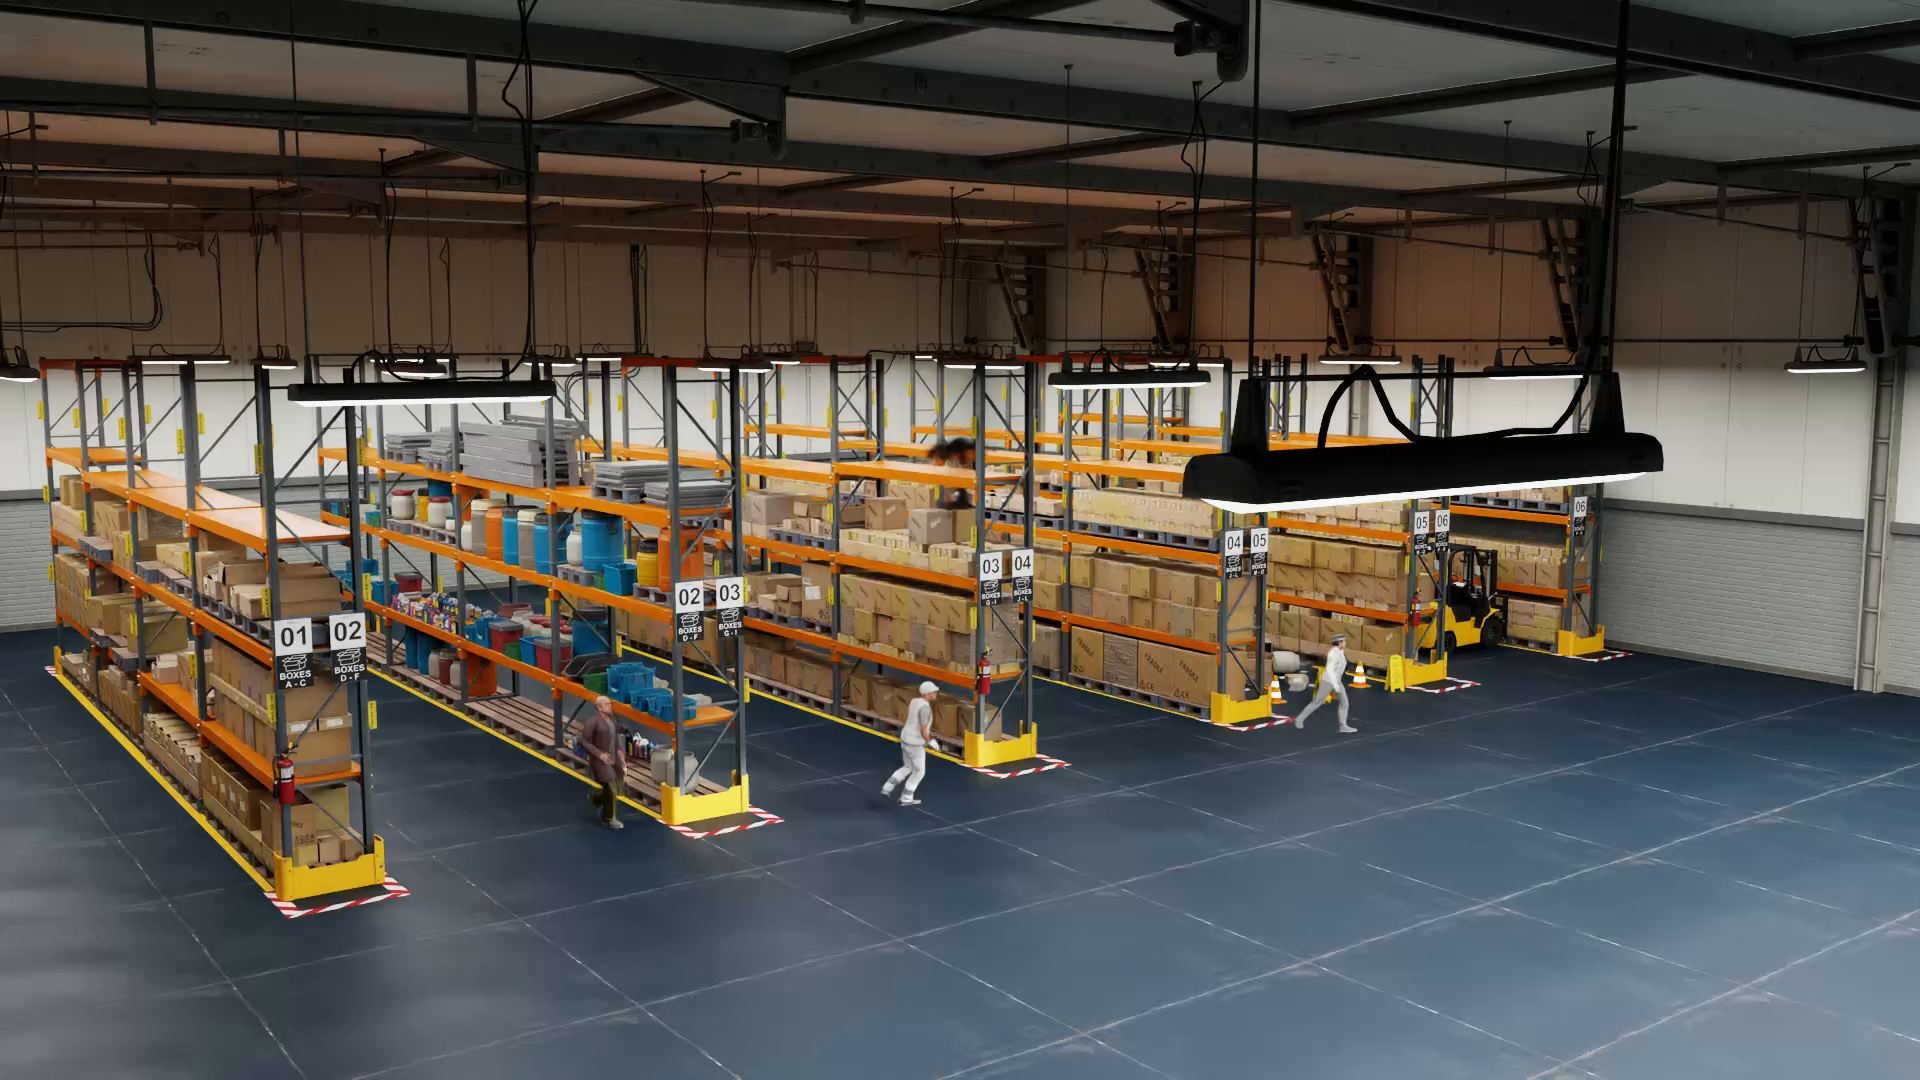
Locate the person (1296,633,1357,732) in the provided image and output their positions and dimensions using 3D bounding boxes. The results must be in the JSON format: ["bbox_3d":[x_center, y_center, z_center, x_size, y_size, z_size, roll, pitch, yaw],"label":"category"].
[{"bbox_3d":[5.939,2.291,26.883,0.965,1.614,0.595,4,8,31],"label":"person"}]

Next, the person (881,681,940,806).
[{"bbox_3d":[-0.670,2.775,22.608,0.792,1.714,0.633,-3,7,-21],"label":"person"}]

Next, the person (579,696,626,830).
[{"bbox_3d":[-4.679,2.879,21.602,0.661,1.748,0.717,4,8,28],"label":"person"}]
